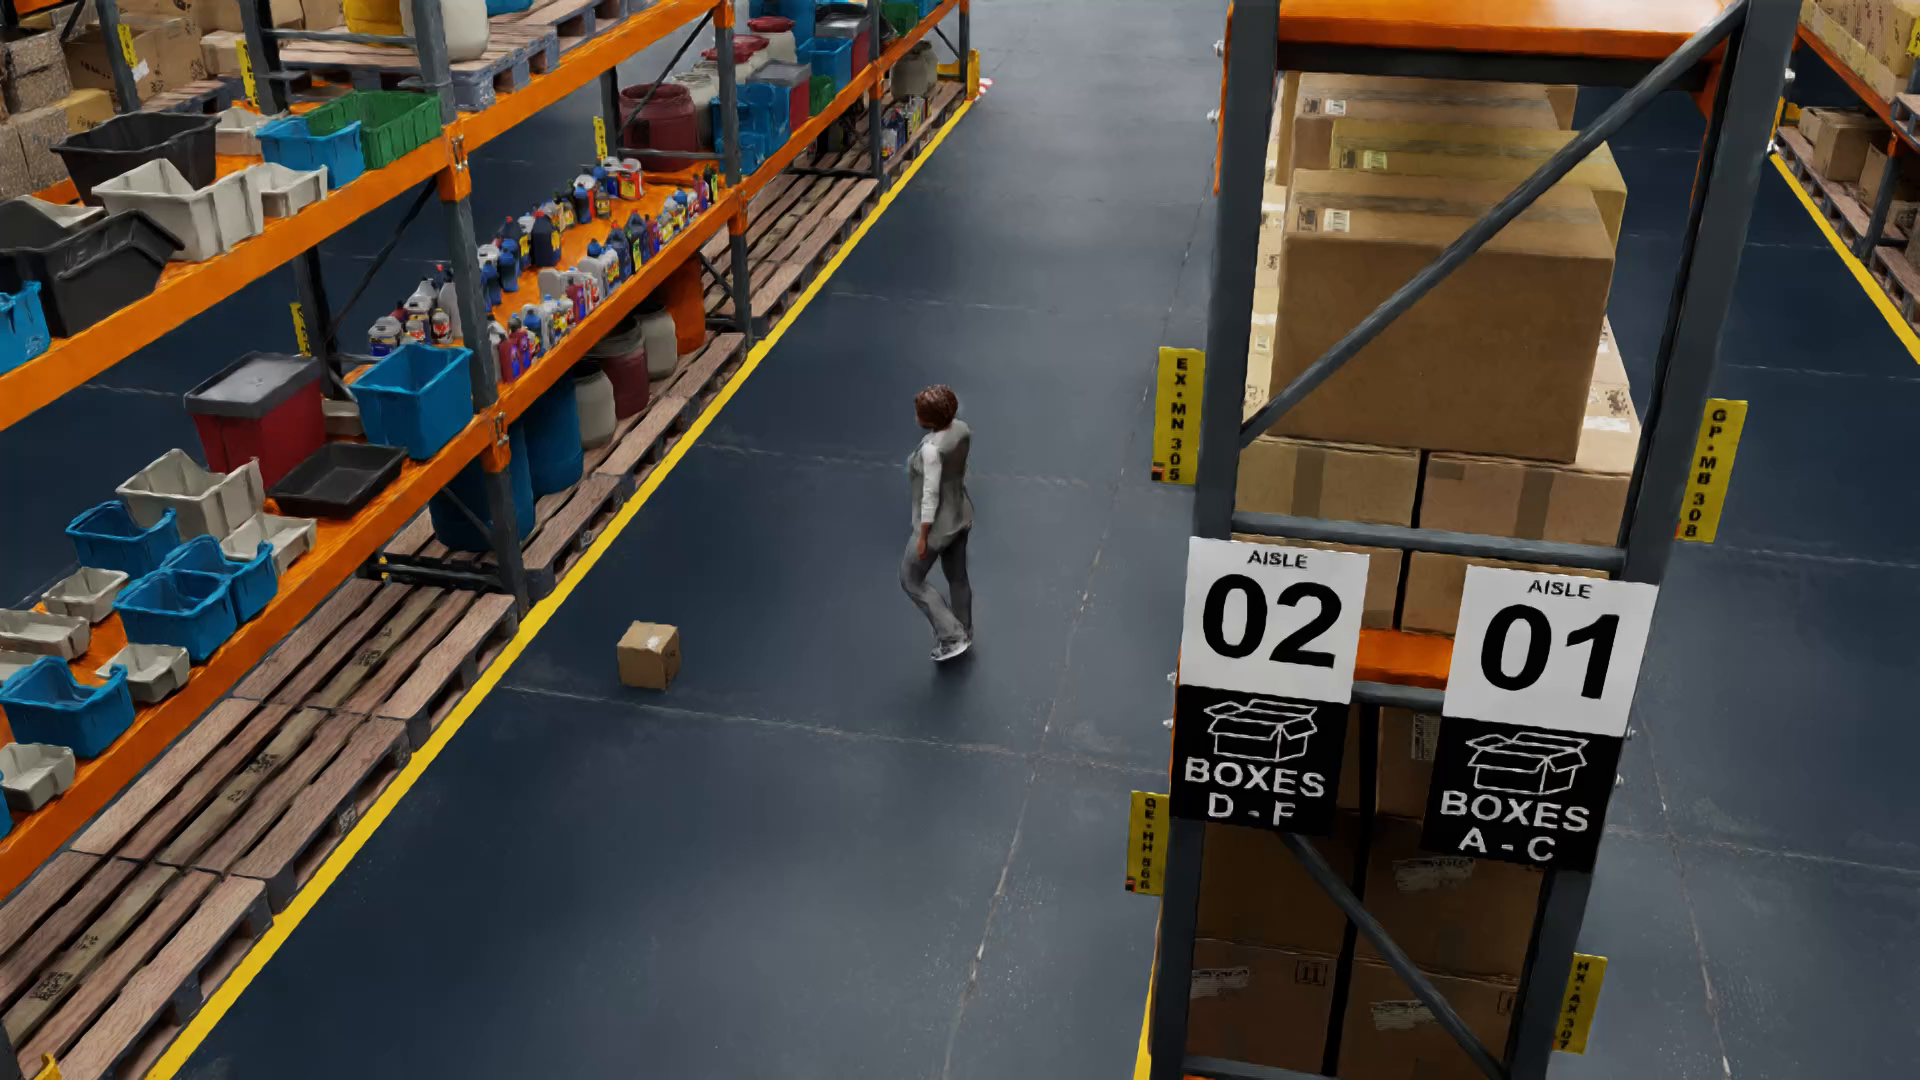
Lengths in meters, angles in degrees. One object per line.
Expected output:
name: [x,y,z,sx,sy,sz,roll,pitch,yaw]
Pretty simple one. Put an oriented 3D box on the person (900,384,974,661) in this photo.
person: [-0.063,-0.079,8.727,0.380,1.590,0.470,17,34,28]
